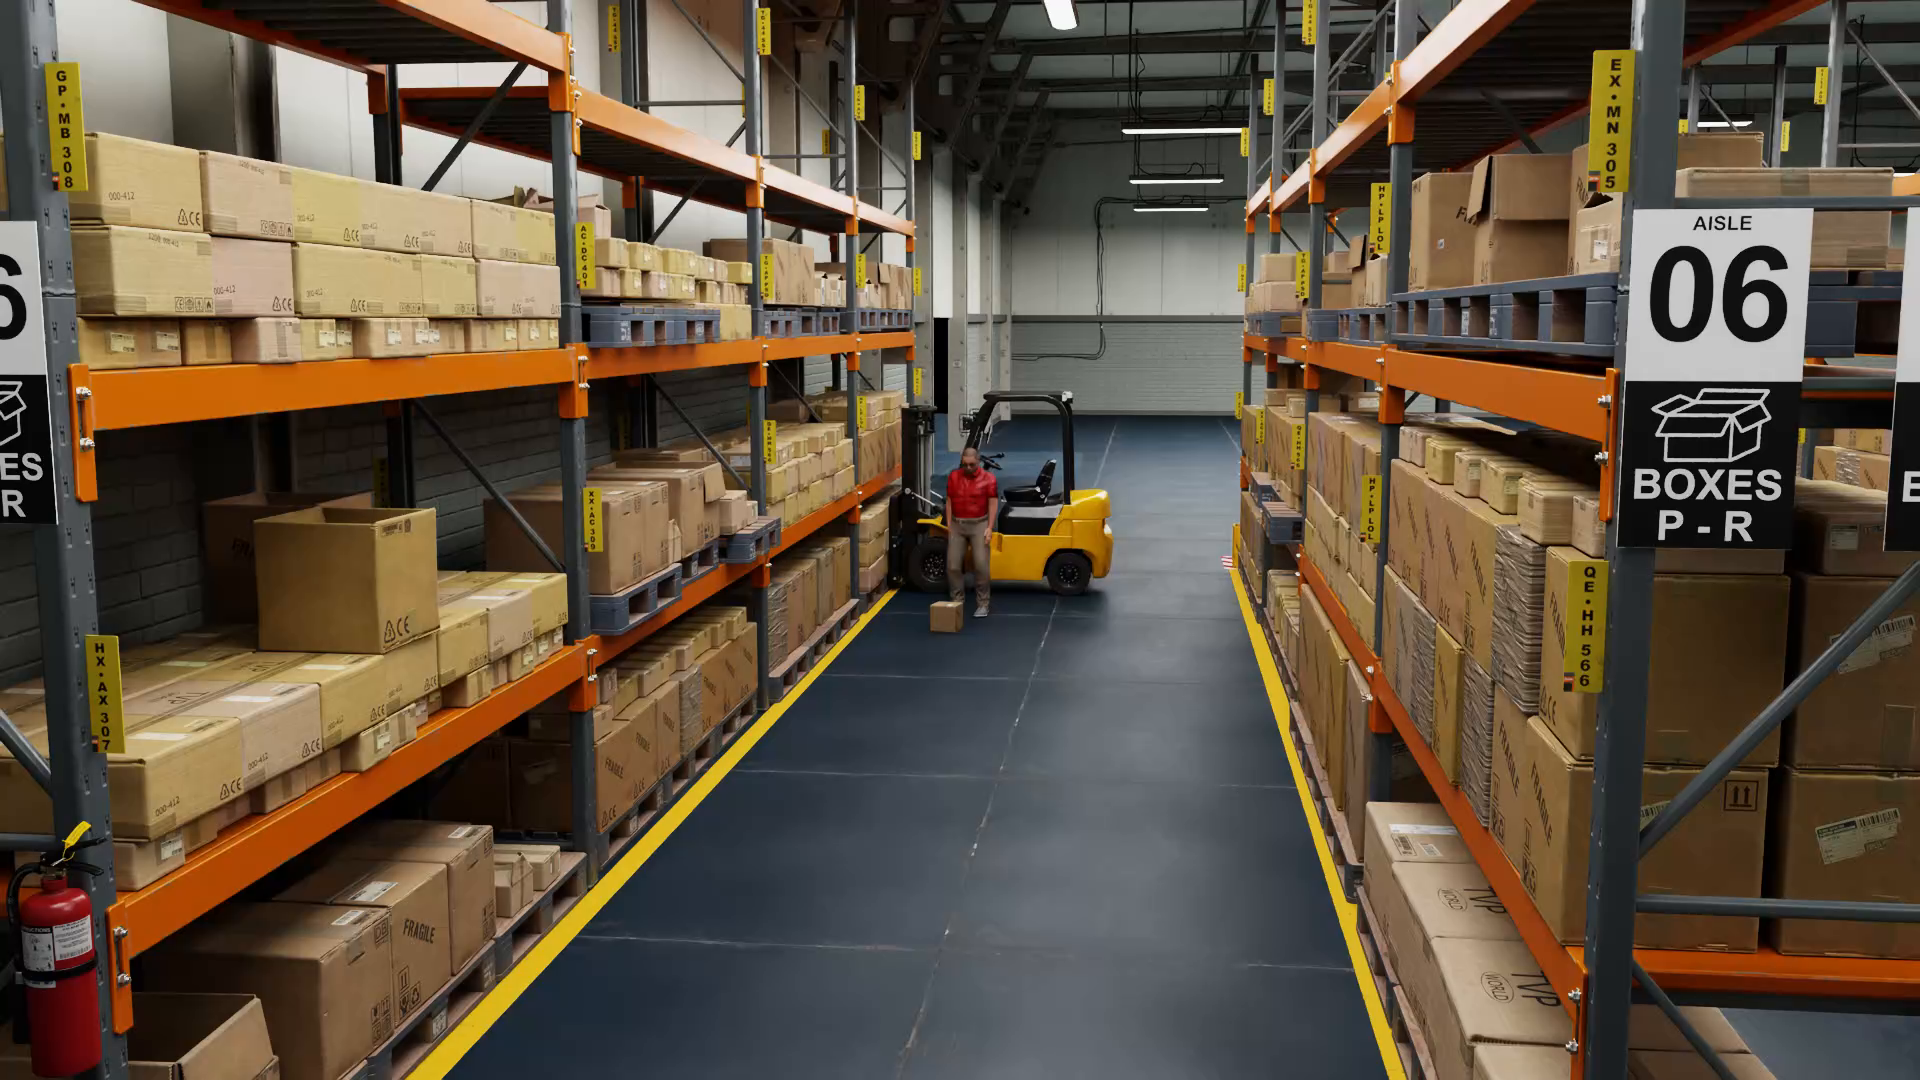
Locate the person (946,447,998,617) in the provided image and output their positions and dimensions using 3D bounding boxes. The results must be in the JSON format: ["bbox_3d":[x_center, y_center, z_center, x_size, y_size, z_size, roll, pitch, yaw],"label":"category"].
[{"bbox_3d":[0.115,-0.084,16.645,0.547,1.700,0.383,2,8,18],"label":"person"}]
